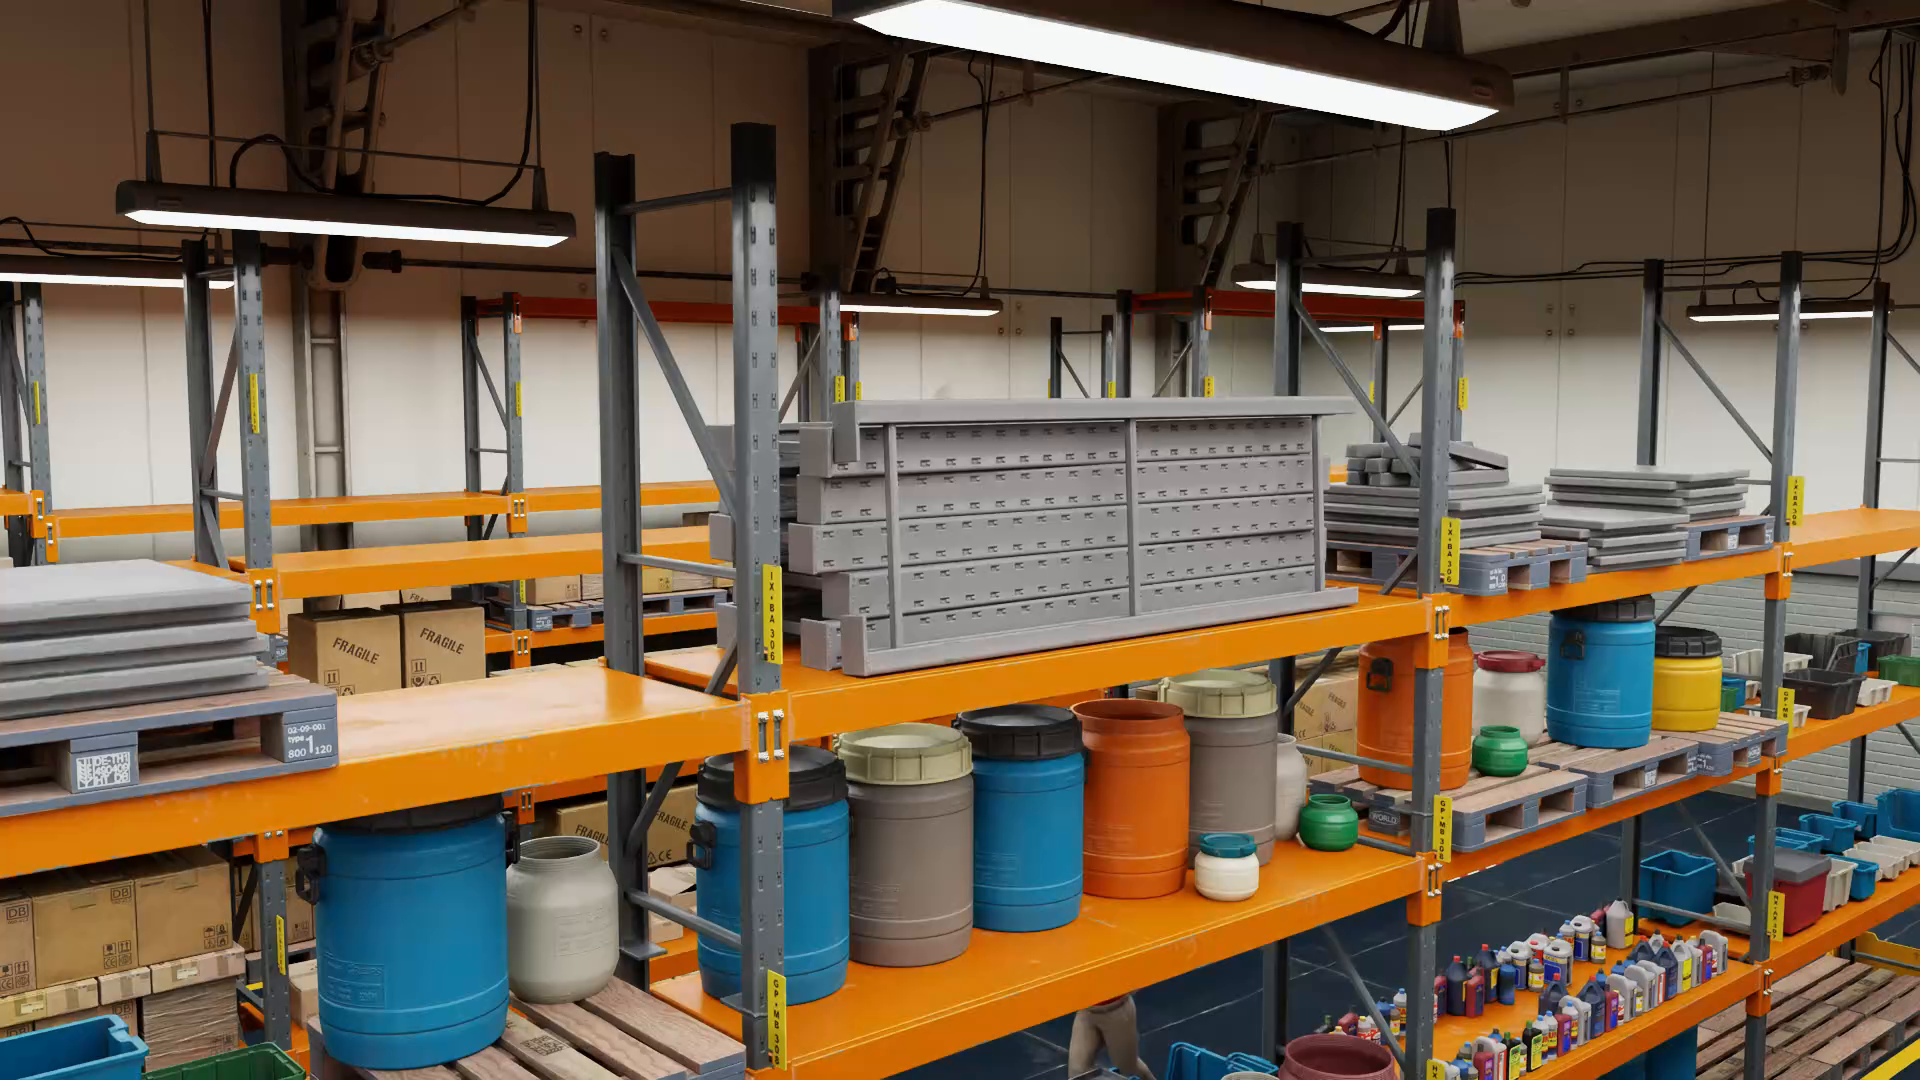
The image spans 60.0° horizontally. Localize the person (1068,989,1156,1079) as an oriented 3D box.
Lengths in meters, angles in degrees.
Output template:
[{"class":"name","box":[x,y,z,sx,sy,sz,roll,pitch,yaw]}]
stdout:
[{"class":"person","box":[1.008,3.222,11.242,0.652,1.743,0.968,5,7,43]}]
